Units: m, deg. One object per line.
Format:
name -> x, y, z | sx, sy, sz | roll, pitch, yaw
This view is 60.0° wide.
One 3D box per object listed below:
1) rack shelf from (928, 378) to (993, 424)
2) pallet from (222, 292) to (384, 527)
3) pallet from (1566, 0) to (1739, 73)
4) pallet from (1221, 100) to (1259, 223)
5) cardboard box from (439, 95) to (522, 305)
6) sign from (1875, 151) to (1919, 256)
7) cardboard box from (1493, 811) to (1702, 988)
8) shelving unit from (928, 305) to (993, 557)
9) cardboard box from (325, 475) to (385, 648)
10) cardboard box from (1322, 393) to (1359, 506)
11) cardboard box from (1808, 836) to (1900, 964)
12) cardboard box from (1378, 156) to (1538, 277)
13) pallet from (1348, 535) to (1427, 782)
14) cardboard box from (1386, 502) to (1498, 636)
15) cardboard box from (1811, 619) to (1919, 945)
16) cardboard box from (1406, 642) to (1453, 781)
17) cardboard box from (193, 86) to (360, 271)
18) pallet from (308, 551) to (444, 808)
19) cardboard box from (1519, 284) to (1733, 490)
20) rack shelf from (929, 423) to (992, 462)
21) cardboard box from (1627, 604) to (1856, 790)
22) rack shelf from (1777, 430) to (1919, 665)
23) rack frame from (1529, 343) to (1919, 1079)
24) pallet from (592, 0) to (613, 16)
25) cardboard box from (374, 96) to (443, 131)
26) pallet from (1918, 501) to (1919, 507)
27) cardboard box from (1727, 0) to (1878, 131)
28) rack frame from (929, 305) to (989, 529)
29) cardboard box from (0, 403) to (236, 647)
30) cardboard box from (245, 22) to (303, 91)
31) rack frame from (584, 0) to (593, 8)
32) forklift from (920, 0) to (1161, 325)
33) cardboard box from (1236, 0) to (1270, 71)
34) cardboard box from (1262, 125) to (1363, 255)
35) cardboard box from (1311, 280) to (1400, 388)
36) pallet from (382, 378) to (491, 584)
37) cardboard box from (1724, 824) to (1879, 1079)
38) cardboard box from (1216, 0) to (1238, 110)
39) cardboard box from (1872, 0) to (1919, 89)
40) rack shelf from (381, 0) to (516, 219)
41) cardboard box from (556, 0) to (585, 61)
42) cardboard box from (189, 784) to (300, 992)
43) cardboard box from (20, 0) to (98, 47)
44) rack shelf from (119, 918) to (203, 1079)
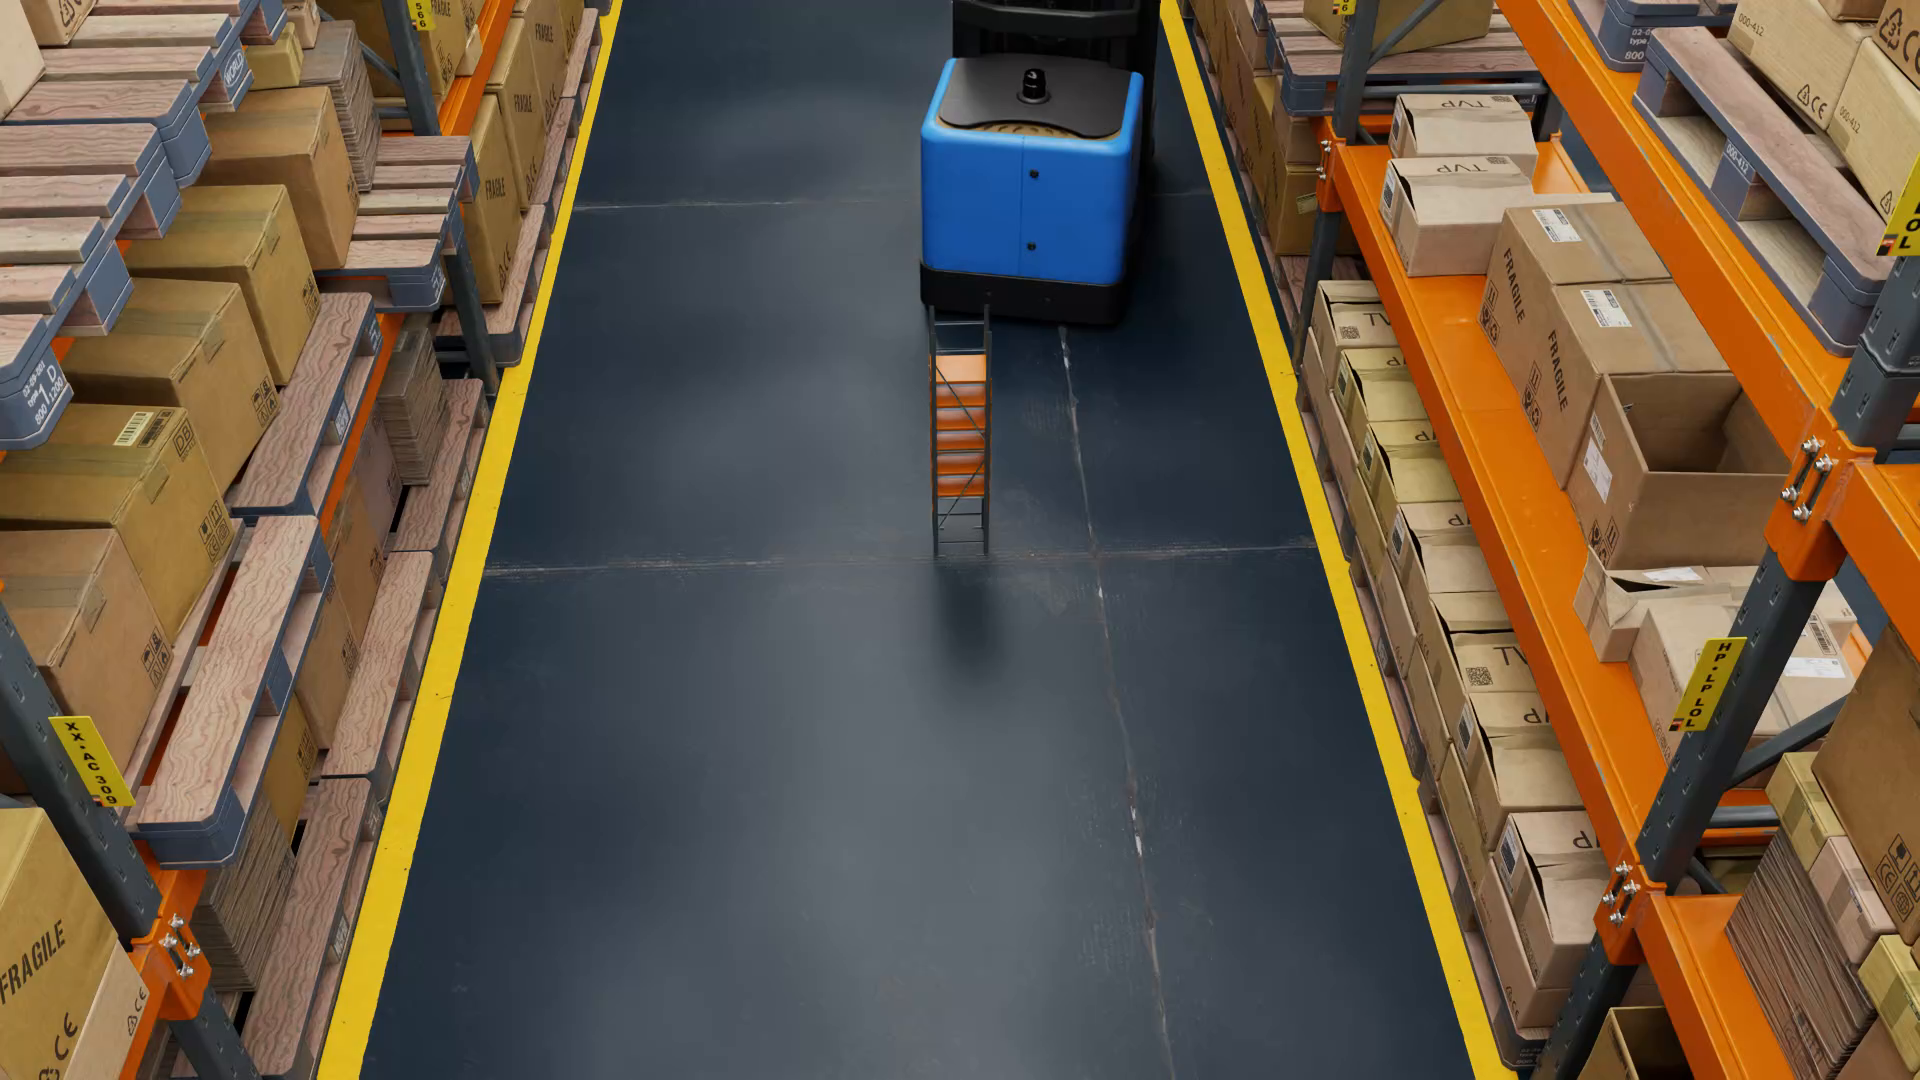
rack shelf -> 0.001, -0.577, 6.851 | 0.258, 0.103, 0.180 | -2, 43, -2
pallet -> -2.654, -0.424, 5.785 | 1.003, 0.211, 1.213 | -2, 43, -2
pallet -> 2.339, -1.801, 5.064 | 1.003, 0.211, 1.213 | 0, 43, 0
pallet -> 2.128, -2.274, 9.724 | 1.003, 0.211, 1.213 | -2, 43, -2
cardboard box -> -2.679, -1.693, 8.307 | 0.750, 0.750, 0.750 | -2, 43, -2
sign -> 1.798, -0.665, 3.070 | 0.100, 0.325, 0.005 | -2, 43, -2
cardboard box -> 2.037, 1.112, 5.275 | 0.500, 0.311, 0.500 | -2, 43, -2
shelving unit -> 0.001, -0.433, 6.984 | 0.258, 1.200, 0.189 | -2, 43, -2
cardboard box -> -2.741, 0.099, 6.596 | 0.700, 0.500, 0.500 | -2, 43, -2
cardboard box -> 1.921, -0.415, 7.356 | 0.500, 0.250, 0.500 | -3, 43, -3
cardboard box -> 2.169, 0.806, 3.746 | 0.380, 0.149, 0.250 | -1, 43, -1
cardboard box -> 2.015, -1.333, 6.700 | 0.500, 0.311, 0.500 | -2, 43, -2
pallet -> 2.215, 0.432, 6.773 | 1.003, 0.211, 1.213 | -2, 43, -2
cardboard box -> 1.972, 0.085, 6.396 | 0.500, 0.311, 0.500 | -2, 43, -2
cardboard box -> 2.365, 0.510, 3.589 | 0.700, 0.500, 0.500 | -1, 43, -2
cardboard box -> 1.991, 0.626, 6.221 | 0.500, 0.250, 0.500 | -1, 43, -1
cardboard box -> -2.698, -1.336, 6.237 | 0.700, 0.500, 0.500 | -5, 43, -6
pallet -> -2.698, 0.547, 6.647 | 1.003, 0.211, 1.213 | -2, 43, -2
cardboard box -> 2.280, -0.524, 5.677 | 0.500, 0.500, 0.500 | -2, 43, -2
rack shelf -> 0.001, -0.400, 7.014 | 0.258, 0.103, 0.180 | -2, 43, -2
cardboard box -> 2.276, 0.450, 4.800 | 0.500, 0.250, 0.500 | 1, 43, 1
rack shelf -> 2.425, 1.235, 2.145 | 1.077, 0.370, 4.000 | -2, 43, -2
rack frame -> 2.340, 0.726, 4.388 | 1.000, 3.000, 0.127 | -2, 43, -2
pallet -> -2.903, -4.018, 11.627 | 1.003, 0.211, 1.213 | -2, 43, -2
cardboard box -> -2.561, -1.974, 7.504 | 0.380, 0.149, 0.250 | -2, 43, -2
pallet -> 2.402, 0.228, 2.777 | 1.003, 0.211, 1.213 | -2, 43, -2
cardboard box -> 2.298, -1.267, 4.142 | 0.500, 0.250, 0.500 | -5, 43, -6
rack frame -> -0.003, -0.494, 7.051 | 0.240, 1.200, 0.006 | -2, 43, -2
cardboard box -> -2.613, -0.051, 4.836 | 0.700, 0.500, 0.500 | 2, 43, 3
cardboard box -> -2.706, -1.820, 6.285 | 0.380, 0.149, 0.250 | -8, 43, -9
rack frame -> -2.949, -4.531, 10.122 | 1.000, 3.000, 0.127 | -2, 43, -2
forklift -> 0.544, -3.181, 8.701 | 1.130, 2.935, 3.031 | 6, 43, 7
cardboard box -> 1.842, -2.845, 9.253 | 0.500, 0.250, 0.500 | -2, 43, -3
cardboard box -> 1.896, -1.840, 8.712 | 0.500, 0.500, 0.500 | 0, 43, 0
cardboard box -> 1.899, -0.961, 7.537 | 0.500, 0.311, 0.500 | 0, 43, 0
pallet -> -2.747, -0.275, 7.543 | 1.003, 0.211, 1.213 | -2, 43, -2
cardboard box -> 2.365, 0.988, 4.028 | 0.700, 0.500, 0.500 | -3, 43, -3
cardboard box -> 1.825, -2.885, 9.852 | 0.500, 0.500, 0.500 | -1, 43, -1
cardboard box -> 2.353, -1.174, 3.486 | 0.500, 0.500, 0.500 | -1, 43, -1
rack shelf -> -2.864, -2.915, 8.893 | 1.077, 0.370, 4.000 | -2, 43, -2
cardboard box -> -2.791, -3.458, 10.232 | 0.750, 0.750, 0.750 | -1, 43, -1
cardboard box -> -2.657, 1.133, 5.468 | 0.700, 0.500, 0.500 | 0, 43, 0
cardboard box -> -2.605, -1.631, 4.355 | 0.500, 0.500, 0.500 | -3, 43, -3
rack shelf -> -2.524, 2.486, 3.000 | 1.077, 0.370, 4.000 | -2, 43, -2
